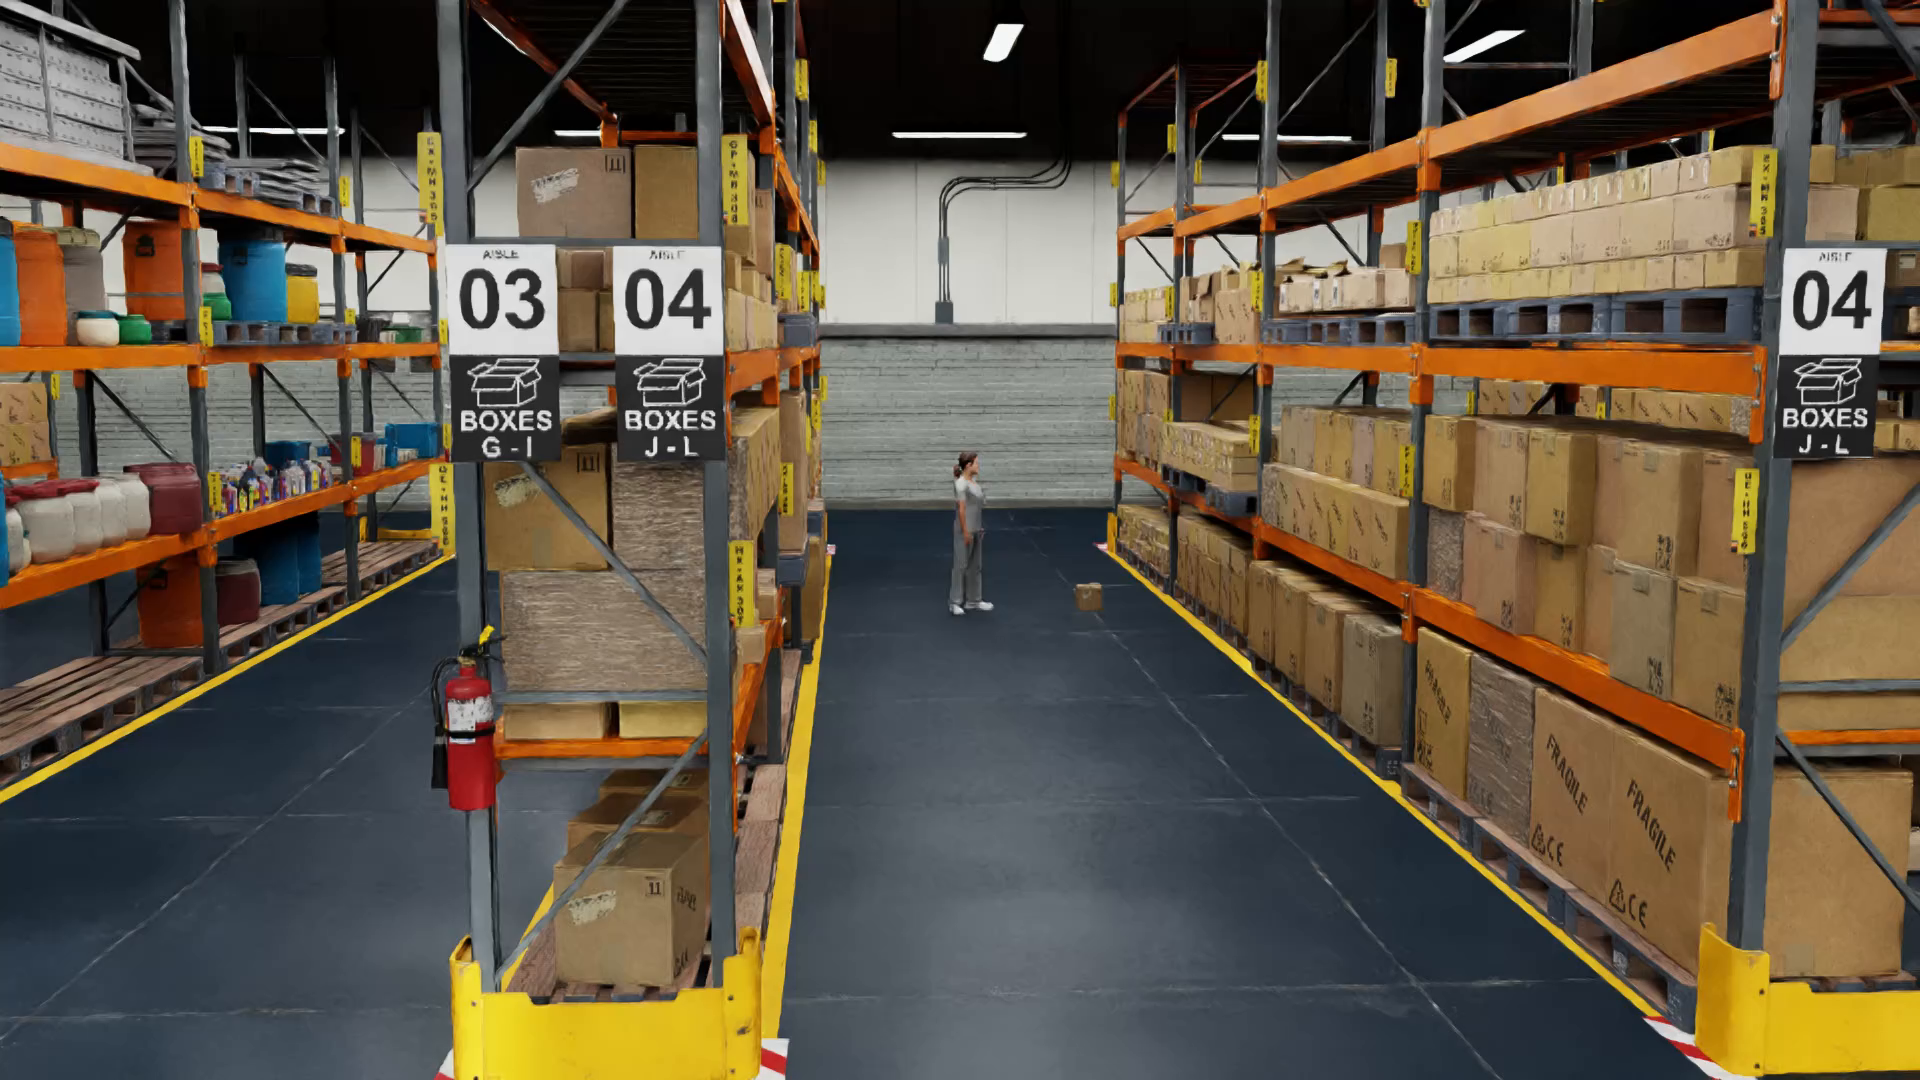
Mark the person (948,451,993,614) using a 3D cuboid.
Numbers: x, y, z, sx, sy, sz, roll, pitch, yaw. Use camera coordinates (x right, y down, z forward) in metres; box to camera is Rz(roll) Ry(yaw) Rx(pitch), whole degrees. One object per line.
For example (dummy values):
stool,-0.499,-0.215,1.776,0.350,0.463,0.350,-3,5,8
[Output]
person,0.091,-0.090,17.295,0.380,1.676,0.564,3,8,23
